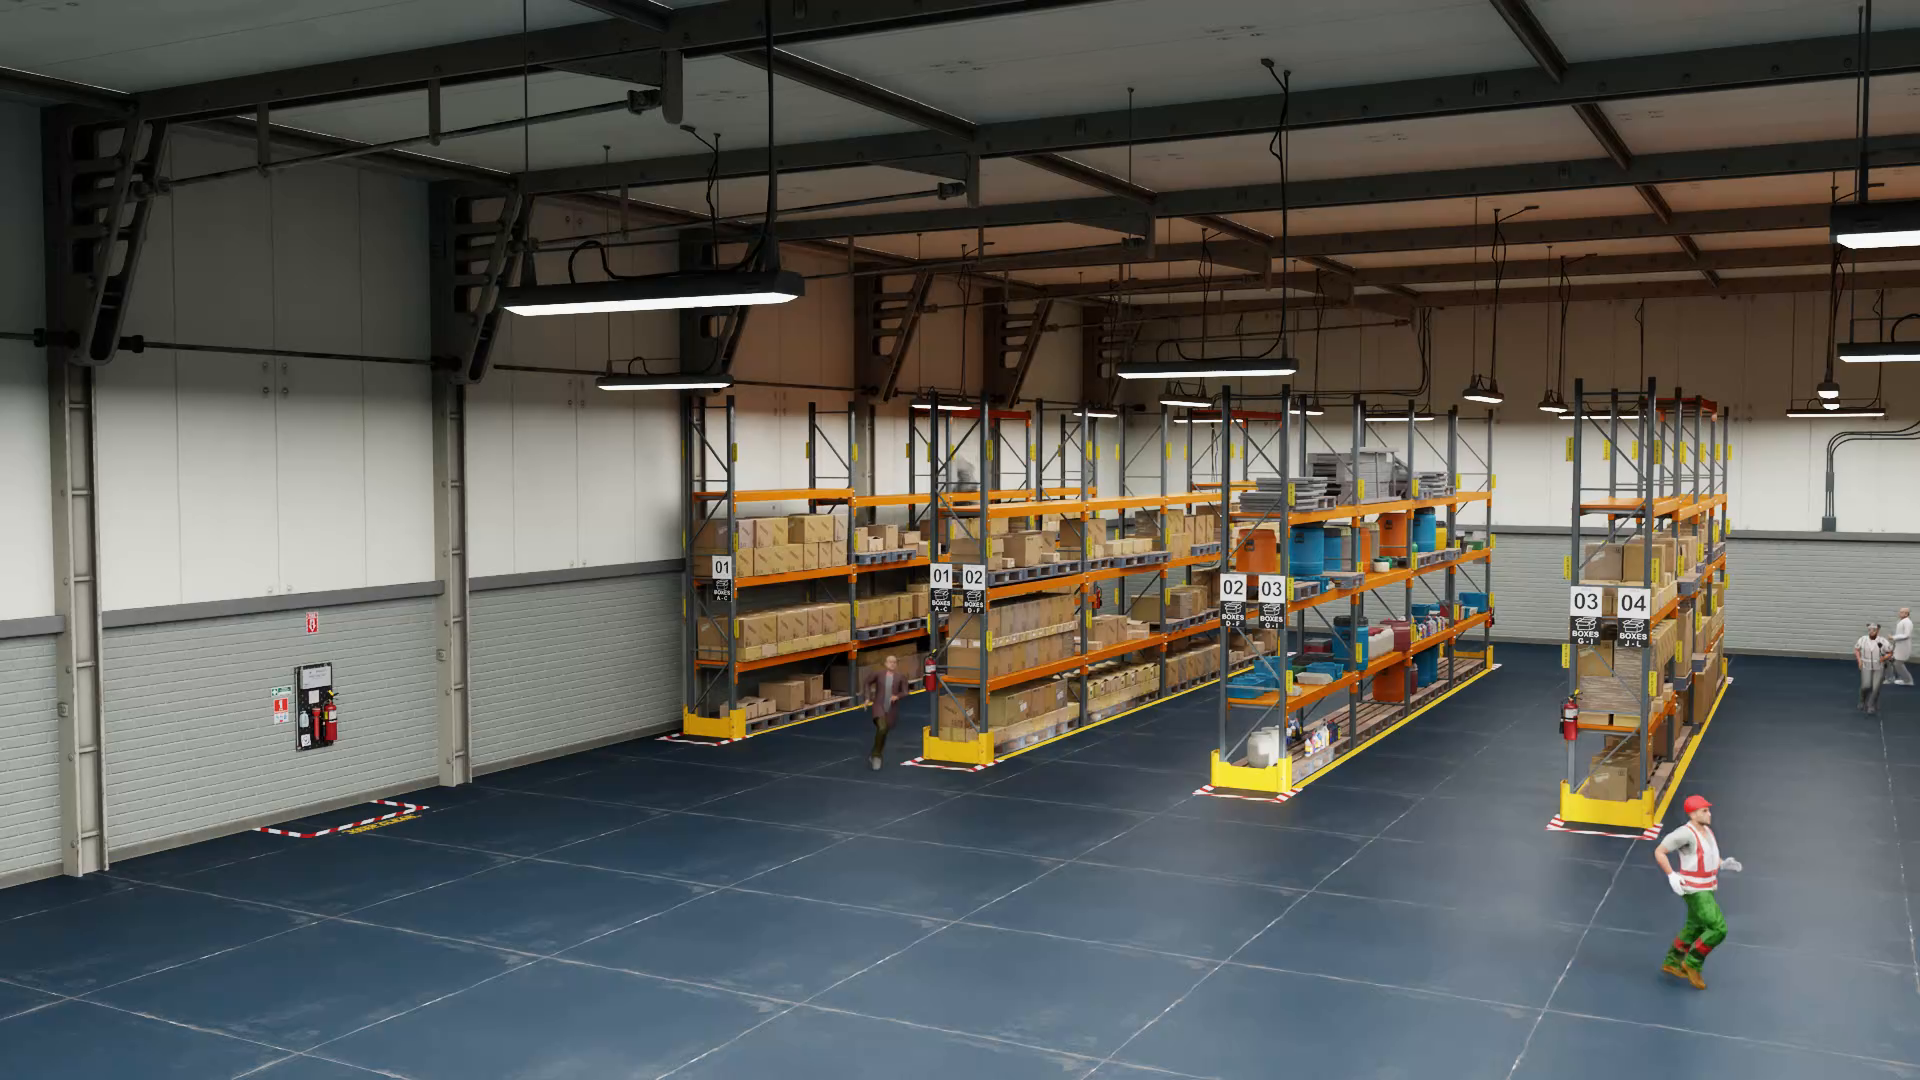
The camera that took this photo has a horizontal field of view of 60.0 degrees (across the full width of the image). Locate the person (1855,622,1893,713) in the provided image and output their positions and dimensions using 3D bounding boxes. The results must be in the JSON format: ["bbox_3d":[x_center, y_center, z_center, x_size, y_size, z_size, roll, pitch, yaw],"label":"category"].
[{"bbox_3d":[17.508,2.448,31.888,0.644,1.752,0.605,2,3,29],"label":"person"}]

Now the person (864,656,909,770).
[{"bbox_3d":[-1.161,2.724,26.499,0.689,1.755,0.759,-1,3,-14],"label":"person"}]

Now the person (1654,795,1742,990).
[{"bbox_3d":[6.918,3.288,15.540,0.641,1.792,0.709,-3,4,-44],"label":"person"}]

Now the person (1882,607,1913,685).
[{"bbox_3d":[20.114,2.411,35.568,0.645,1.592,0.754,0,3,8],"label":"person"}]
